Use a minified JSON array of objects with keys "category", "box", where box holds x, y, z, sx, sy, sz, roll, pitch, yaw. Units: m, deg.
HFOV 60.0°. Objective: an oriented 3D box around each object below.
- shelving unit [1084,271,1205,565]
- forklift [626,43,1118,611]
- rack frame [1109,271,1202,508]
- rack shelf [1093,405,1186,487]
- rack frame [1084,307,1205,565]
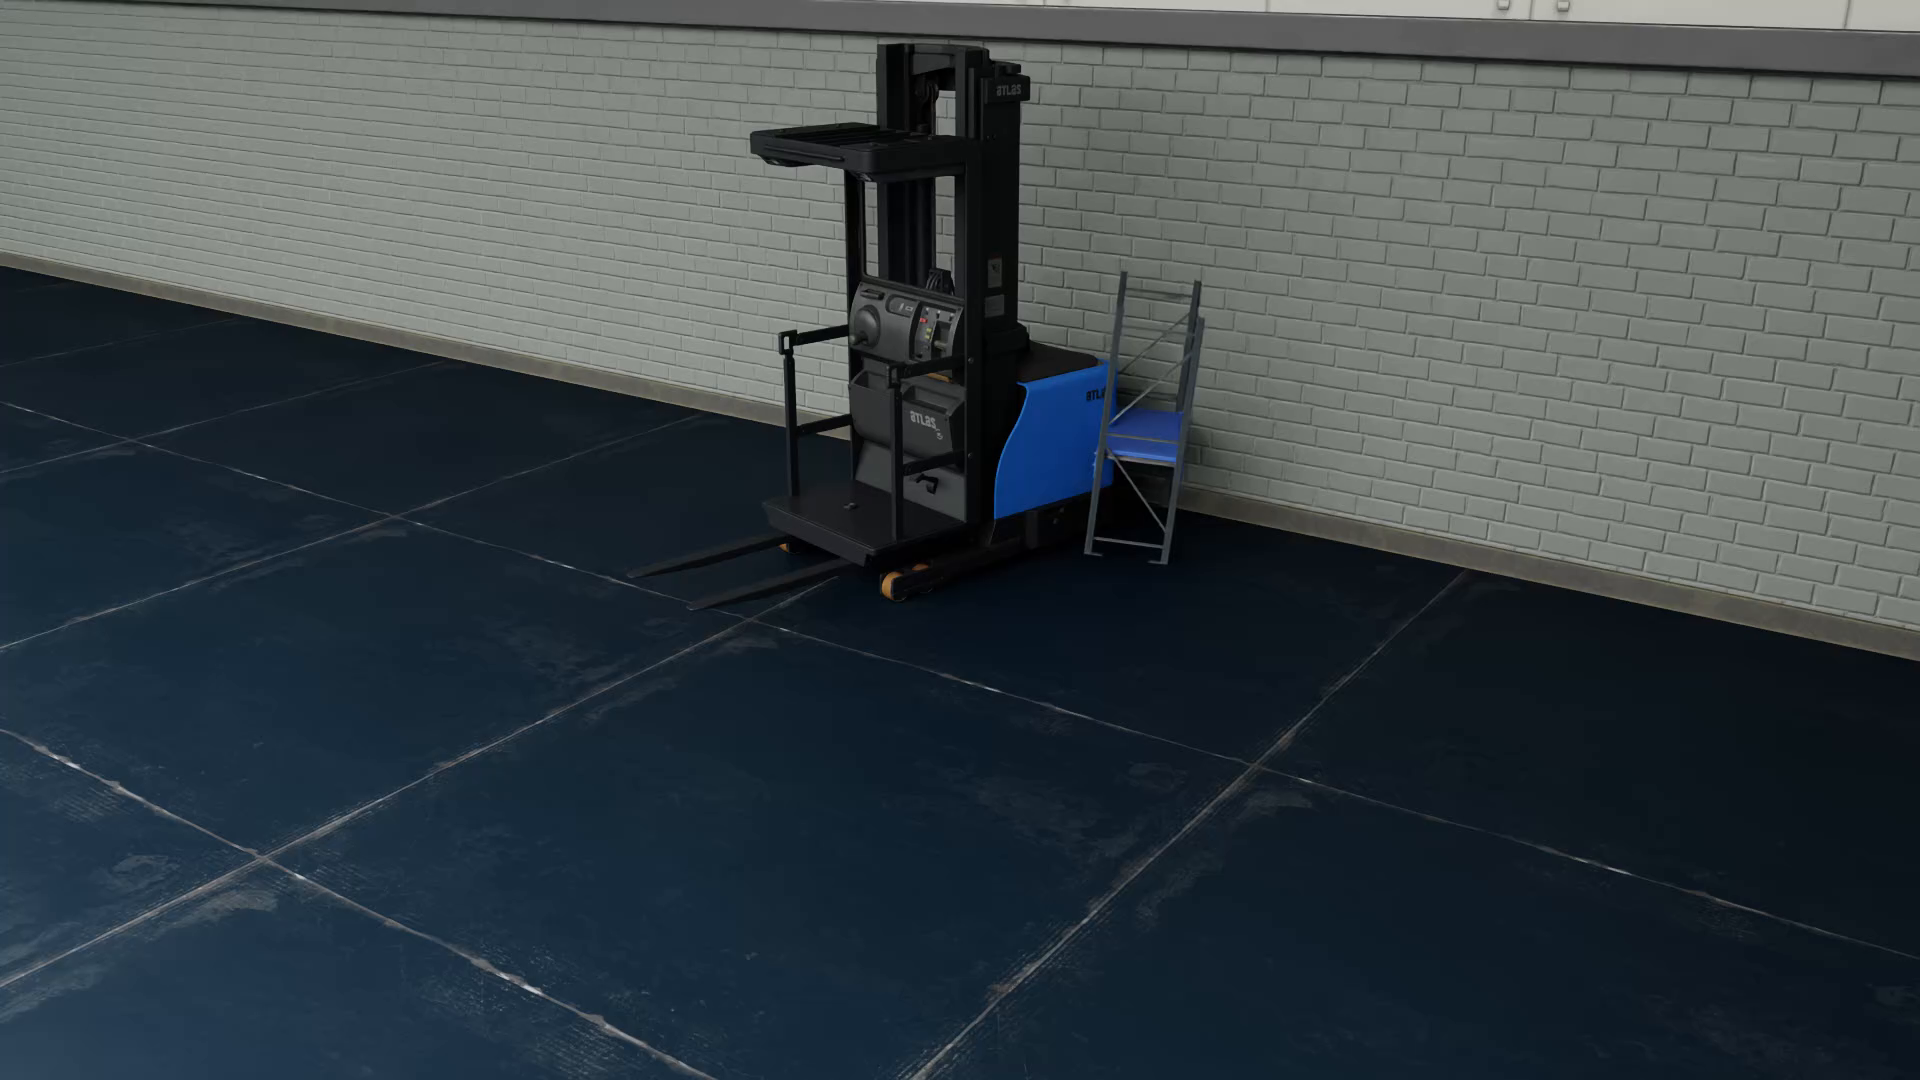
[{"category":"shelving unit","box":[1.118,-0.763,10.107,0.538,1.500,1.048,8,21,4]},{"category":"forklift","box":[-0.470,-1.233,9.374,3.031,2.935,1.130,-17,26,-38]},{"category":"rack frame","box":[1.176,-0.941,10.580,0.500,1.500,0.032,8,21,4]},{"category":"rack shelf","box":[1.100,-0.596,10.172,0.538,0.185,1.000,8,21,4]},{"category":"rack frame","box":[1.060,-0.585,9.634,0.500,1.500,0.032,8,21,4]}]
